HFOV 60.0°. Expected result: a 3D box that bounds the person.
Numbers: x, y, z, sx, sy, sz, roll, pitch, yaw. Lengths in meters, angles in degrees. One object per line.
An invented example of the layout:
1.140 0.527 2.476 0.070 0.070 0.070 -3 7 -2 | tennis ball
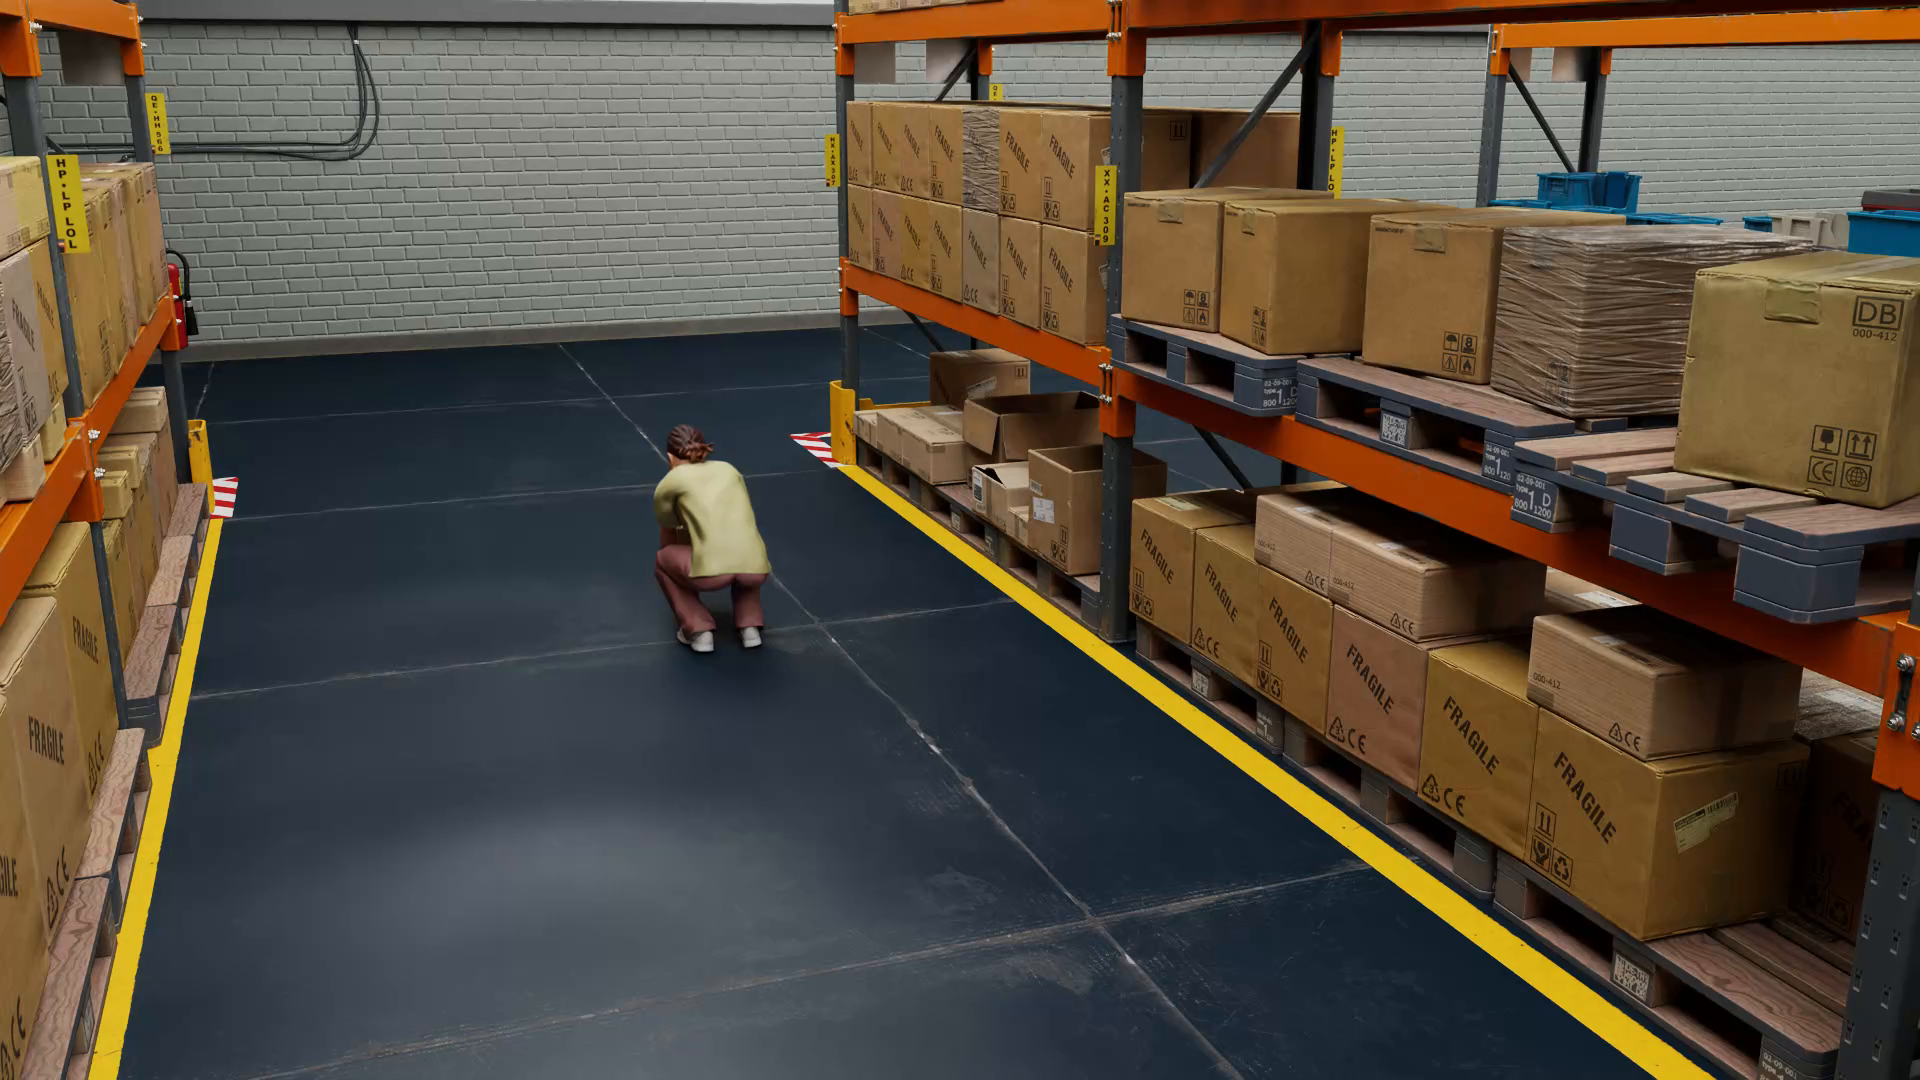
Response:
-1.130 -0.024 7.494 0.473 0.940 0.803 -6 17 -21 | person
